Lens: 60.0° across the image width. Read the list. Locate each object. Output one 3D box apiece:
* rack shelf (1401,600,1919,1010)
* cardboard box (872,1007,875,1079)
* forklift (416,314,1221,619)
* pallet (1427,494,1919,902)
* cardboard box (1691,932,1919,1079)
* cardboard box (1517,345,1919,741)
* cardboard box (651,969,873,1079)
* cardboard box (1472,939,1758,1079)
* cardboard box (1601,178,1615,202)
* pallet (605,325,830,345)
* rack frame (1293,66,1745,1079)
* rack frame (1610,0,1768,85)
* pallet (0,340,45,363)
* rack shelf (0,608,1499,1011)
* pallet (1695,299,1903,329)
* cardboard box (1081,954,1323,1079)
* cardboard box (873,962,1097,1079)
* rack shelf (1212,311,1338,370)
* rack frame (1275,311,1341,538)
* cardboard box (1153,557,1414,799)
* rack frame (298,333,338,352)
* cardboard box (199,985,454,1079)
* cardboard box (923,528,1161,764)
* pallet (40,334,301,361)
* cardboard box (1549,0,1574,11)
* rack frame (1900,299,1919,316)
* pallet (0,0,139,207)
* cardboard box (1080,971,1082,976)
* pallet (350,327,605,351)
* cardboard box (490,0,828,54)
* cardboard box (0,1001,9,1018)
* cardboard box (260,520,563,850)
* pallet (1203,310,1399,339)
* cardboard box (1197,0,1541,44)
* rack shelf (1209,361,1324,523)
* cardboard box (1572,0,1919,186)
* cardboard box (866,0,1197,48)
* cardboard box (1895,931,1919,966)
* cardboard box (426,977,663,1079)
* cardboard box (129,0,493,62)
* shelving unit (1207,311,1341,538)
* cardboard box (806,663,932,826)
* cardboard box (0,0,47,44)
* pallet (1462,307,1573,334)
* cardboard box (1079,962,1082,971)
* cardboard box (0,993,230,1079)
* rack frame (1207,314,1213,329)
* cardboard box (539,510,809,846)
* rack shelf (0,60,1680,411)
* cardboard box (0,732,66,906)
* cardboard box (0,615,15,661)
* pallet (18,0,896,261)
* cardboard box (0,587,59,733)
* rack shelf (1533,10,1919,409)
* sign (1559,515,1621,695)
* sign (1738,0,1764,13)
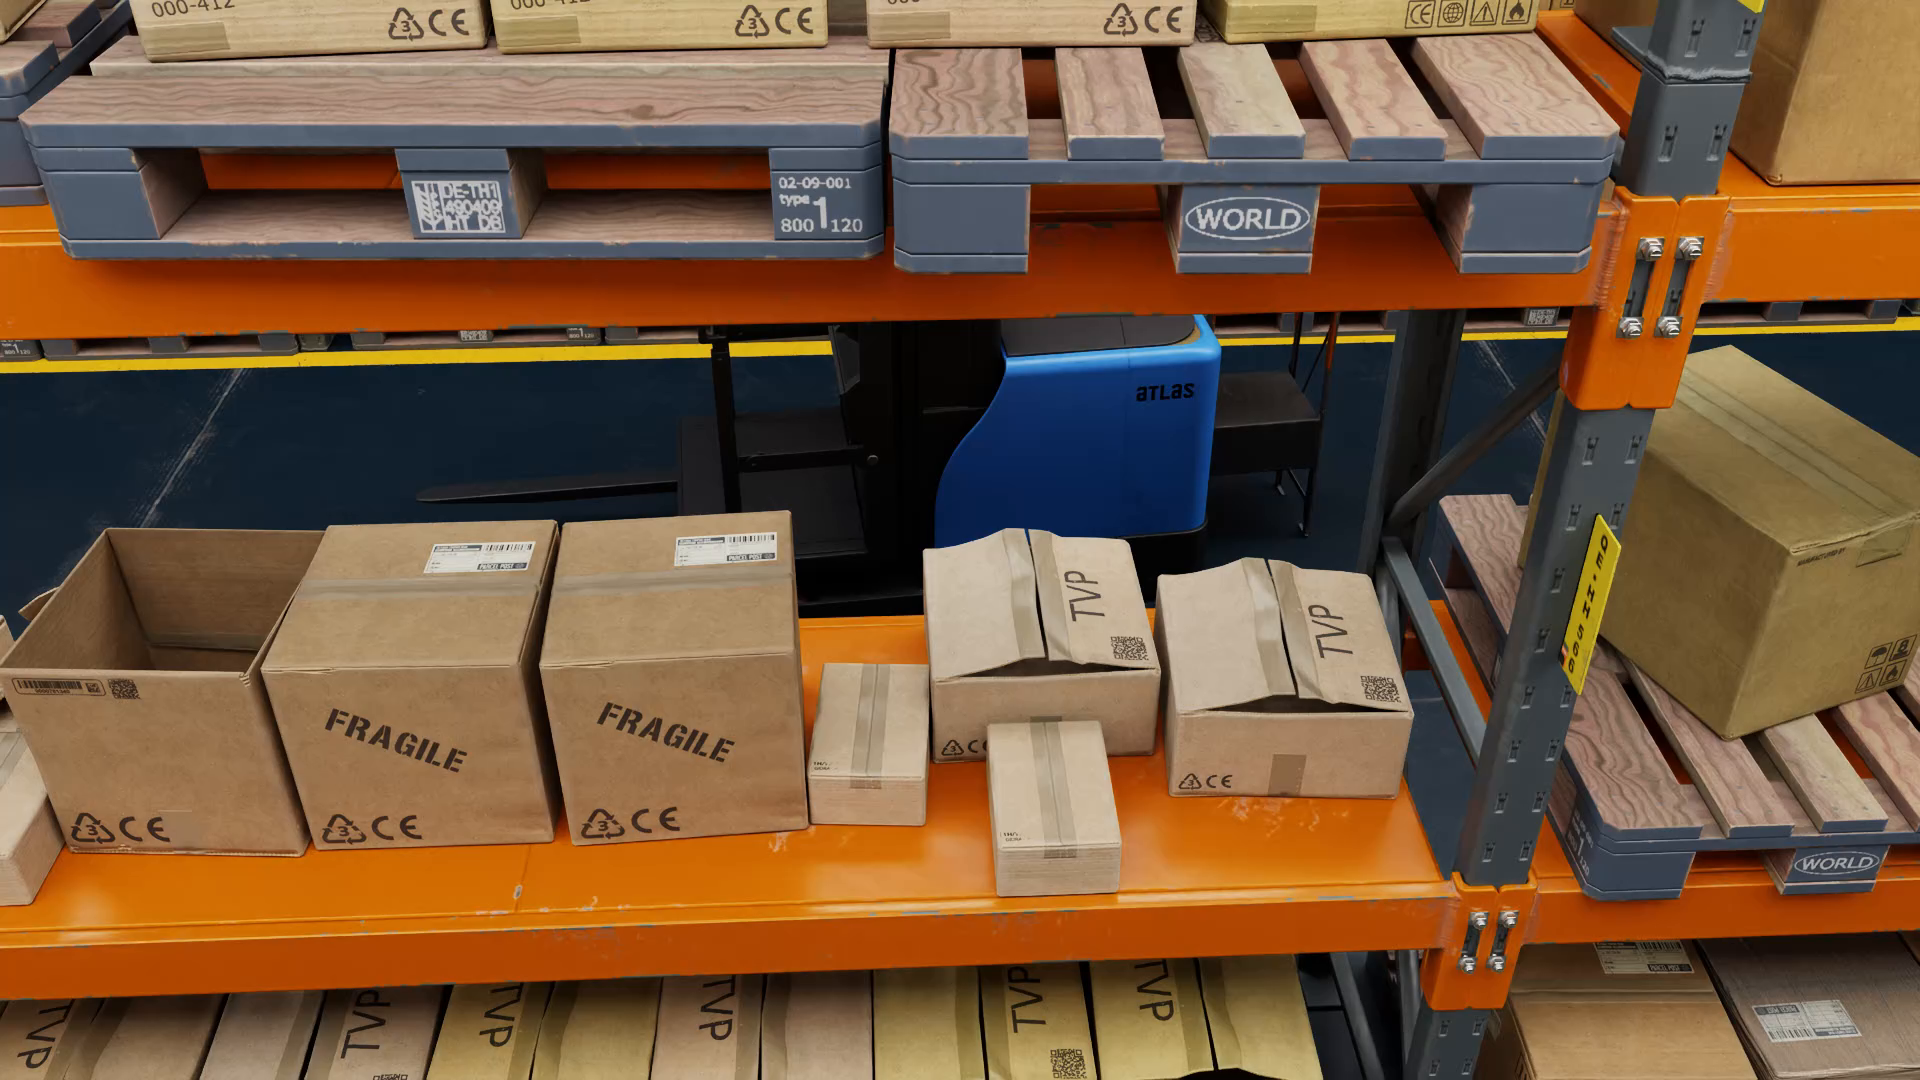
[{"bbox_3d":[3.075,0.520,3.995,4.000,0.370,1.077,-2,35,-2],"label":"rack shelf"},{"bbox_3d":[-0.454,1.417,4.114,0.500,0.250,0.500,-1,35,-1],"label":"cardboard box"},{"bbox_3d":[-0.617,-1.153,5.840,3.031,2.935,1.130,-5,35,-7],"label":"forklift"},{"bbox_3d":[1.751,0.299,3.851,1.003,0.211,1.213,-2,35,-2],"label":"pallet"},{"bbox_3d":[2.068,1.258,4.107,0.500,0.500,0.500,-3,35,-4],"label":"cardboard box"},{"bbox_3d":[1.701,-0.017,3.682,0.500,0.500,0.700,-13,37,-18],"label":"cardboard box"},{"bbox_3d":[-0.458,1.189,3.950,0.500,0.311,0.500,-2,35,-3],"label":"cardboard box"},{"bbox_3d":[1.545,1.275,4.082,0.500,0.500,0.500,0,35,0],"label":"cardboard box"},{"bbox_3d":[3.304,-1.817,8.260,0.750,0.750,0.750,-1,35,-1],"label":"cardboard box"},{"bbox_3d":[-1.157,-1.340,8.500,1.213,0.211,1.003,-2,35,-2],"label":"pallet"},{"bbox_3d":[1.077,0.278,3.712,0.127,3.000,1.000,-2,35,-2],"label":"rack frame"},{"bbox_3d":[1.077,-2.189,2.005,0.127,3.000,1.000,-2,35,-2],"label":"rack frame"},{"bbox_3d":[-5.047,-1.211,8.314,1.213,0.211,1.003,-2,35,-2],"label":"pallet"},{"bbox_3d":[-0.921,0.628,3.839,4.000,0.370,1.077,-2,35,-2],"label":"rack shelf"},{"bbox_3d":[4.067,-1.435,8.638,1.213,0.211,1.003,-2,35,-2],"label":"pallet"},{"bbox_3d":[0.566,1.159,3.993,0.500,0.311,0.500,-1,35,-1],"label":"cardboard box"},{"bbox_3d":[0.047,1.177,3.968,0.500,0.311,0.500,-2,35,-3],"label":"cardboard box"},{"bbox_3d":[1.138,-0.954,6.307,0.480,0.518,0.431,-5,35,-7],"label":"rack shelf"},{"bbox_3d":[1.379,-0.985,6.329,0.015,2.100,0.400,-5,35,-7],"label":"rack frame"},{"bbox_3d":[0.712,0.300,3.759,0.500,0.311,0.500,1,35,1],"label":"cardboard box"},{"bbox_3d":[-3.157,-2.430,7.625,0.127,3.000,1.000,-2,35,-2],"label":"rack frame"},{"bbox_3d":[-1.477,1.218,3.908,0.500,0.311,0.500,-3,35,-4],"label":"cardboard box"},{"bbox_3d":[0.175,0.229,3.862,0.500,0.311,0.500,-2,35,-3],"label":"cardboard box"},{"bbox_3d":[-3.826,-1.245,8.364,1.213,0.211,1.003,-2,35,-2],"label":"pallet"},{"bbox_3d":[2.875,-2.617,7.529,0.500,0.500,0.500,-1,35,-1],"label":"cardboard box"},{"bbox_3d":[4.834,-2.645,7.937,0.127,3.000,1.000,-2,35,-2],"label":"rack frame"},{"bbox_3d":[-2.038,-0.800,2.802,1.217,0.209,0.805,-3,35,-4],"label":"pallet"},{"bbox_3d":[0.540,1.083,4.596,0.500,0.250,0.500,-2,35,-2],"label":"cardboard box"},{"bbox_3d":[-2.379,-1.305,8.450,1.213,0.211,1.003,-2,35,-2],"label":"pallet"},{"bbox_3d":[-0.468,-0.989,2.670,0.500,0.250,0.500,-2,35,-3],"label":"cardboard box"},{"bbox_3d":[-2.494,1.244,3.872,0.500,0.311,0.500,-1,35,-2],"label":"cardboard box"},{"bbox_3d":[-1.124,0.306,3.585,0.500,0.500,0.500,-1,35,-2],"label":"cardboard box"},{"bbox_3d":[1.630,-1.369,8.543,1.213,0.211,1.003,-2,35,-2],"label":"pallet"},{"bbox_3d":[0.627,-1.022,2.718,0.500,0.250,0.500,-4,35,-6],"label":"cardboard box"},{"bbox_3d":[1.138,-0.378,6.705,0.480,0.518,0.431,-5,35,-7],"label":"rack shelf"},{"bbox_3d":[1.511,-1.027,2.875,0.500,0.500,0.910,-2,35,-2],"label":"cardboard box"},{"bbox_3d":[0.104,-0.998,2.683,0.500,0.250,0.500,-1,35,-1],"label":"cardboard box"},{"bbox_3d":[2.569,1.247,4.122,0.500,0.500,0.500,-2,35,-3],"label":"cardboard box"},{"bbox_3d":[-0.958,1.201,3.932,0.500,0.311,0.500,-1,35,-1],"label":"cardboard box"},{"bbox_3d":[-1.006,-0.975,2.650,0.500,0.250,0.500,-4,35,-6],"label":"cardboard box"},{"bbox_3d":[1.138,-0.965,6.299,0.503,2.100,0.431,-5,35,-7],"label":"shelving unit"},{"bbox_3d":[-0.194,0.448,3.688,0.250,0.149,0.380,1,35,1],"label":"cardboard box"},{"bbox_3d":[-1.754,-0.986,2.666,0.500,0.250,0.500,-5,35,-7],"label":"cardboard box"},{"bbox_3d":[2.846,-1.401,8.588,1.213,0.211,1.003,-2,35,-2],"label":"pallet"},{"bbox_3d":[0.540,0.853,4.437,0.500,0.311,0.500,0,35,-1],"label":"cardboard box"},{"bbox_3d":[-1.993,1.233,3.887,0.500,0.311,0.500,-2,35,-3],"label":"cardboard box"},{"bbox_3d":[0.896,-0.944,6.269,0.015,2.100,0.400,-5,35,-7],"label":"rack frame"},{"bbox_3d":[-0.598,0.291,3.605,0.500,0.500,0.500,-3,35,-5],"label":"cardboard box"},{"bbox_3d":[-0.921,-0.606,2.986,4.000,0.370,1.077,-2,35,-2],"label":"rack shelf"},{"bbox_3d":[-2.024,0.581,3.495,0.250,0.149,0.380,-2,35,-2],"label":"cardboard box"},{"bbox_3d":[-2.429,0.409,3.654,0.500,0.250,0.500,1,35,1],"label":"cardboard box"},{"bbox_3d":[-0.713,-0.777,2.767,1.213,0.211,1.003,0,35,0],"label":"pallet"},{"bbox_3d":[-2.049,0.313,3.780,0.258,0.266,0.396,-2,35,-3],"label":"cardboard box"},{"bbox_3d":[3.075,-0.713,3.141,4.000,0.370,1.077,-2,35,-2],"label":"rack shelf"},{"bbox_3d":[1.107,0.117,2.927,0.005,0.325,0.100,-2,35,-2],"label":"sign"},{"bbox_3d":[1.095,-0.885,2.233,0.005,0.325,0.100,-2,35,-2],"label":"sign"}]
